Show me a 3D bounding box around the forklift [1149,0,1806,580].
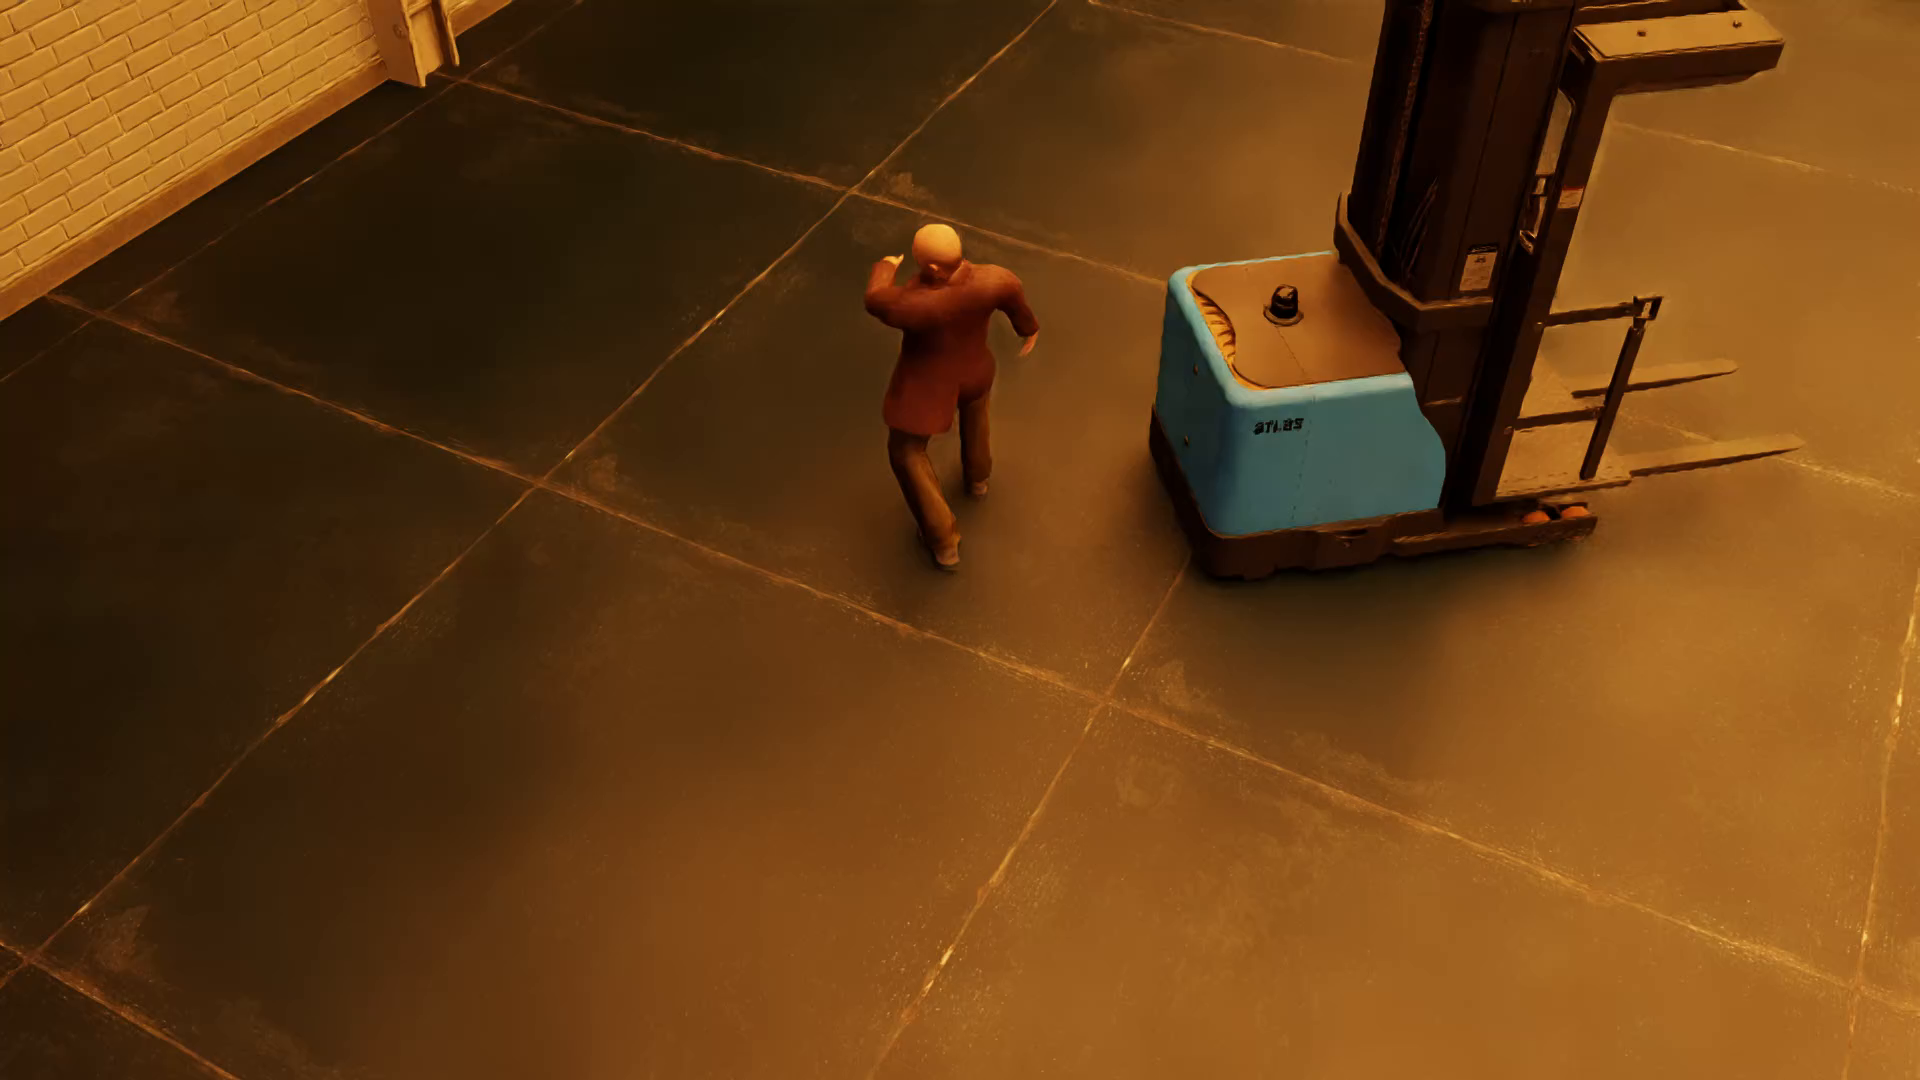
[{"bbox_3d":[2.498,-1.388,7.128,3.031,2.935,1.130,-8,44,-8],"label":"forklift"}]

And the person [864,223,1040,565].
[{"bbox_3d":[-0.026,-0.832,7.468,0.804,1.654,0.927,-25,49,-24],"label":"person"}]
